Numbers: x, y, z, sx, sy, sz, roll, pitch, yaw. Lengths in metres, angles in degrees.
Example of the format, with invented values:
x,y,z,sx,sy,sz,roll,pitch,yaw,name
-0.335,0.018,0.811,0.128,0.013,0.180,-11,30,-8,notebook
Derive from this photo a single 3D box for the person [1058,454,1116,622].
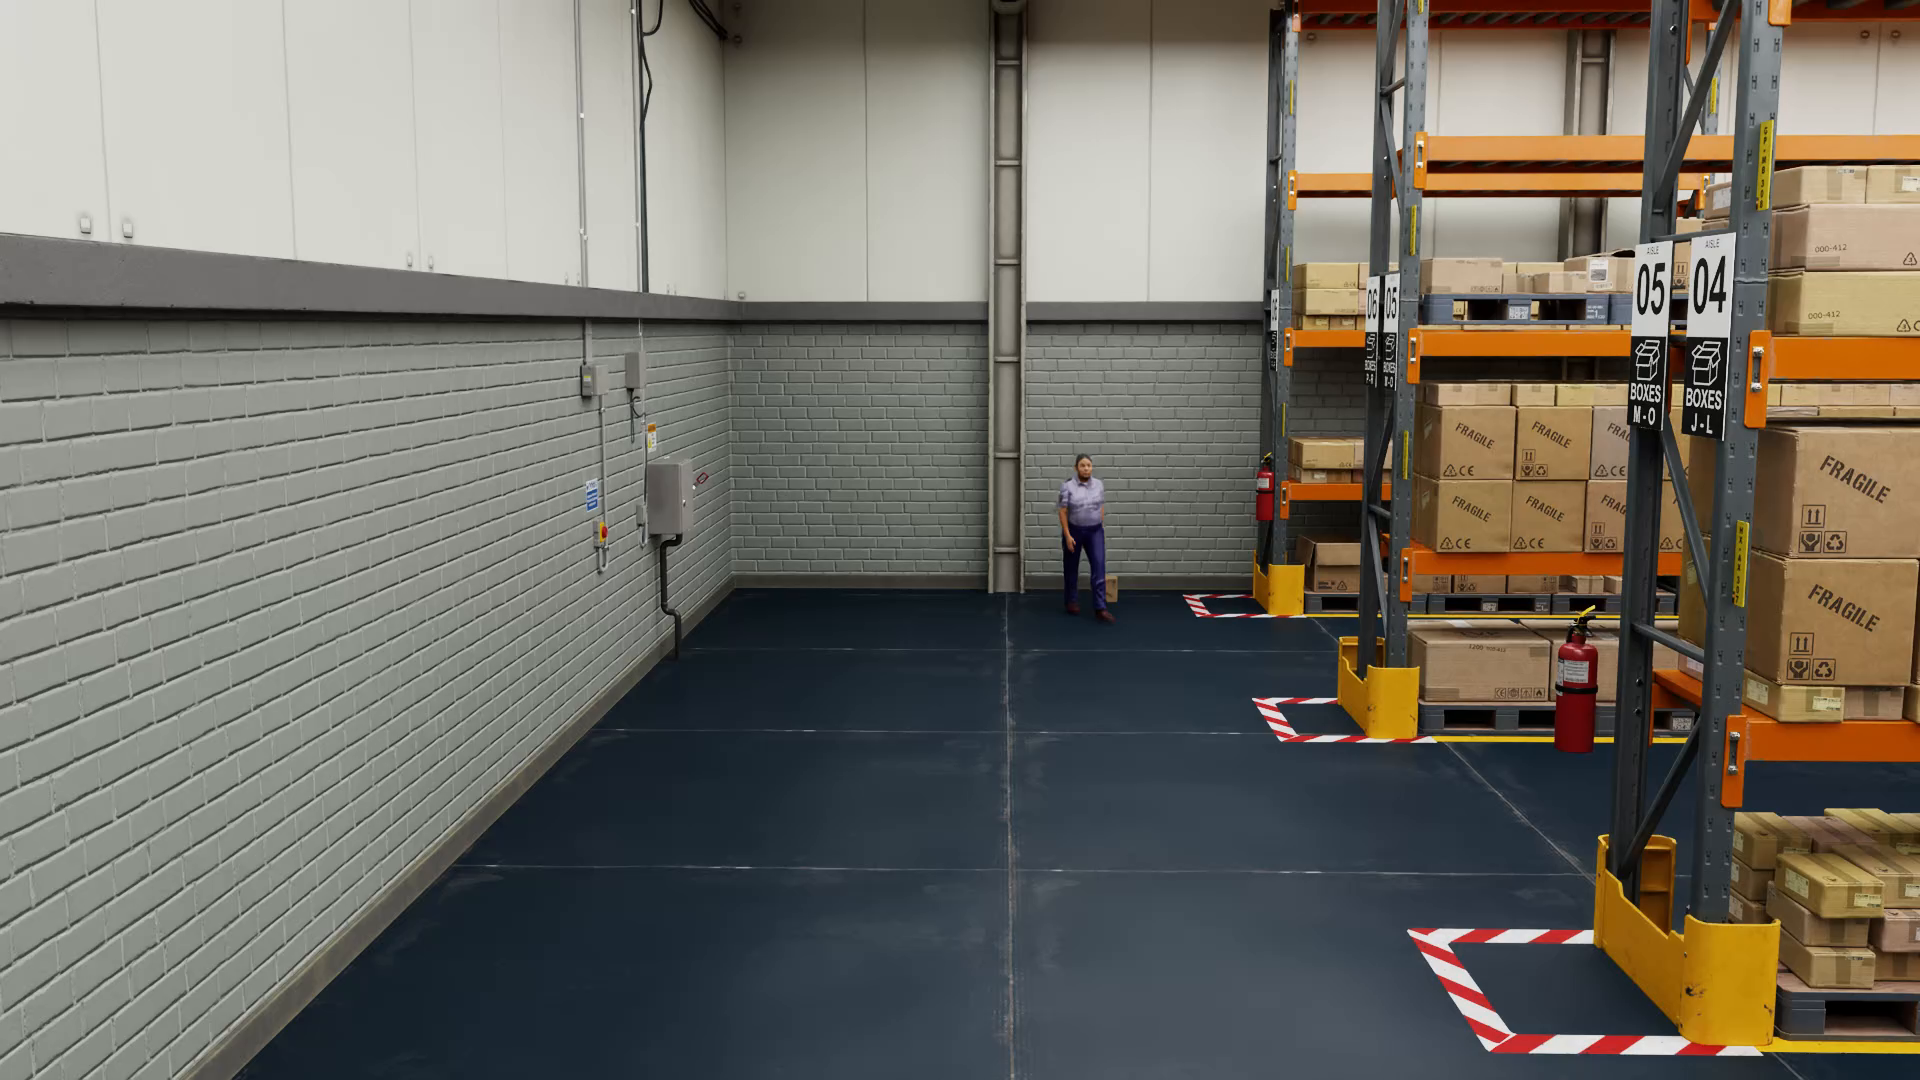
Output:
x,y,z,sx,sy,sz,roll,pitch,yaw,name
1.193,-0.041,16.148,0.484,1.573,0.947,-1,7,-8,person
